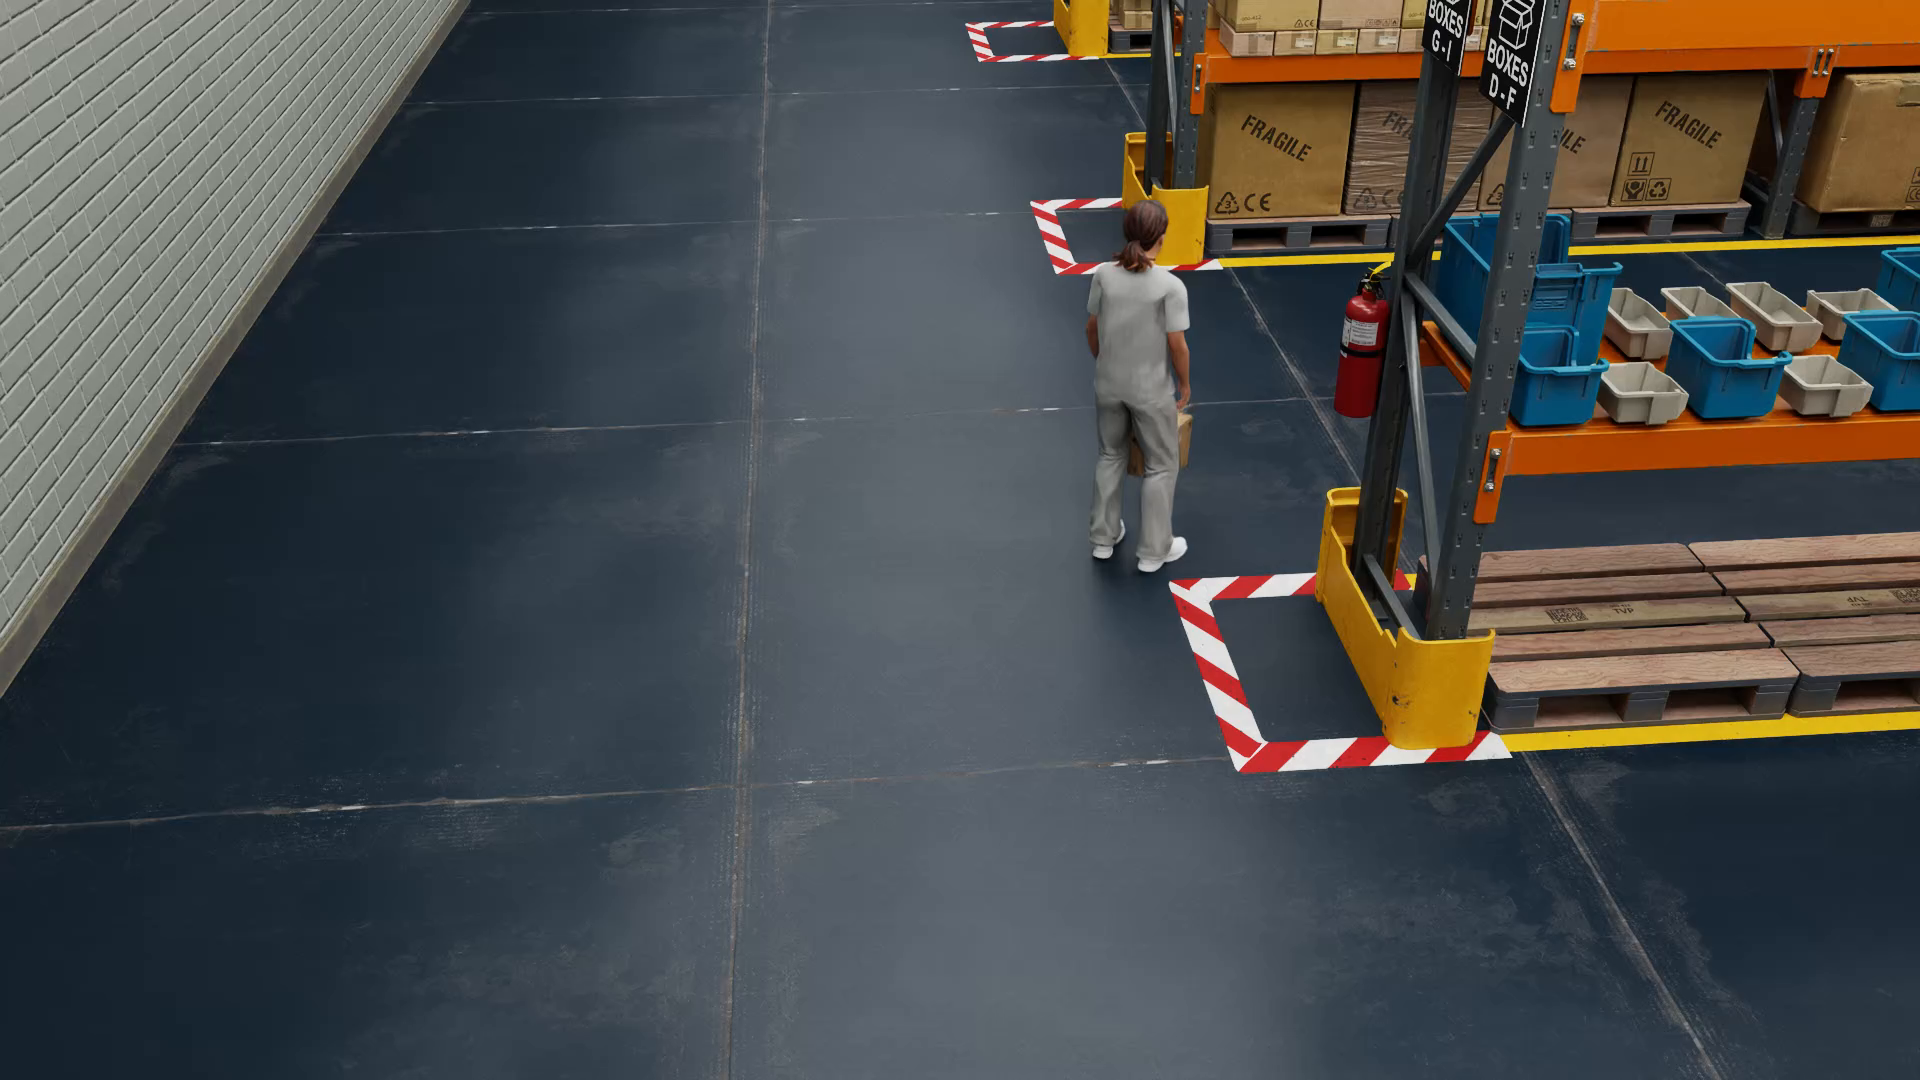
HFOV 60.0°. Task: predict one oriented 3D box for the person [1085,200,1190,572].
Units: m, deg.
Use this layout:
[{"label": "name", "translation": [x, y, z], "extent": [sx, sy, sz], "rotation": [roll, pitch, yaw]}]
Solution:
[{"label": "person", "translation": [0.769, -0.657, 7.217], "extent": [0.476, 1.675, 0.363], "rotation": [17, 35, 26]}]
